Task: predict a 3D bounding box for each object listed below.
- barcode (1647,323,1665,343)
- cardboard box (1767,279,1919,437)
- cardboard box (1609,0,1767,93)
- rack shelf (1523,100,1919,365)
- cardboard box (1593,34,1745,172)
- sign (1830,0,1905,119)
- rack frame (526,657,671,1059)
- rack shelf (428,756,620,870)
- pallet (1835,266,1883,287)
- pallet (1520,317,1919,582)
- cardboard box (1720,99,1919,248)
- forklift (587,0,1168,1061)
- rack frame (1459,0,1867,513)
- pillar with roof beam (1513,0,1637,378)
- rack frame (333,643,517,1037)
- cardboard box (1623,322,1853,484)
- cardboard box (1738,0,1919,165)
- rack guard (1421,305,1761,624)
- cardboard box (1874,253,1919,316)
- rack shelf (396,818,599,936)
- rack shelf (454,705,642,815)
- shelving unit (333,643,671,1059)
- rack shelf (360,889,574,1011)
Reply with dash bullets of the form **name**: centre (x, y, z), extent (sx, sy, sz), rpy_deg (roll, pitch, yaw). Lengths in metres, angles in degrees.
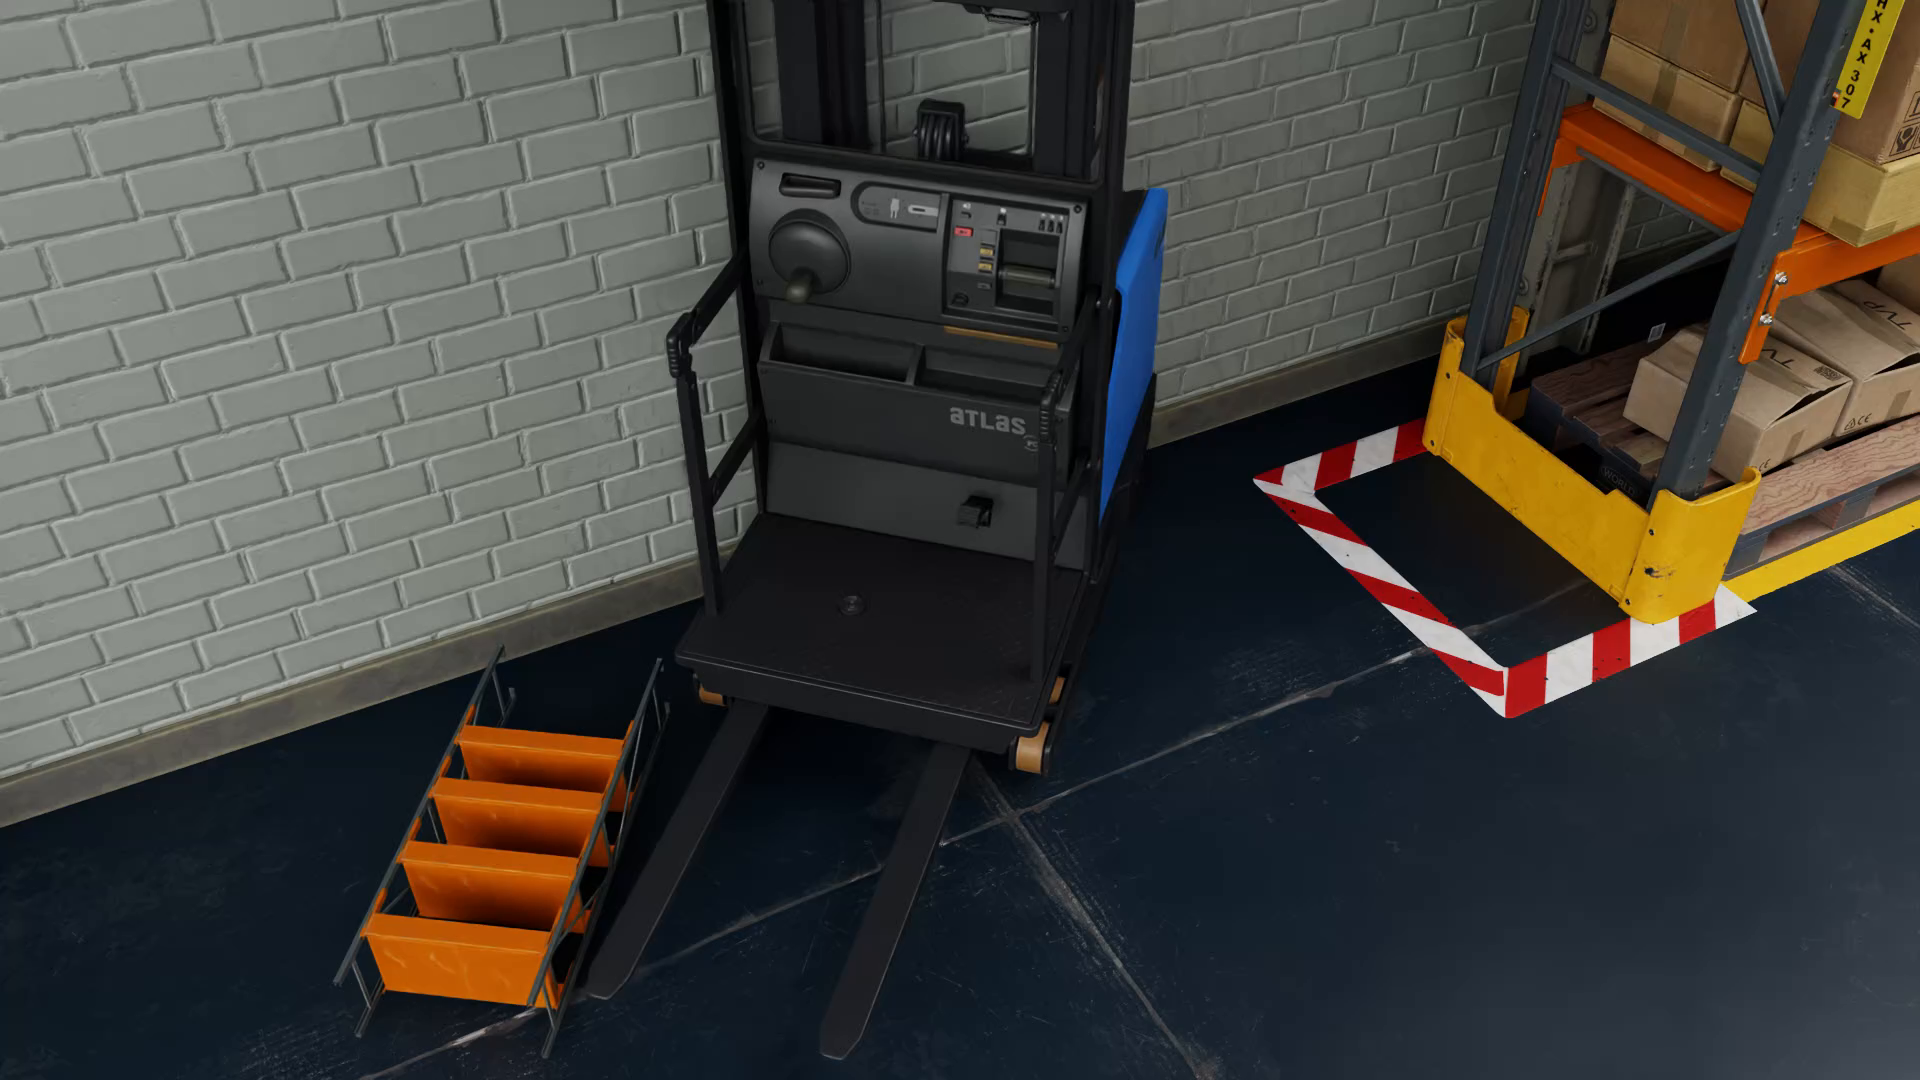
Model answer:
- **barcode**: centre (2.535, -0.754, 6.053), extent (0.075, 0.075, 0.001), rpy_deg (-19, 44, -21)
- **cardboard box**: centre (3.209, -0.686, 5.979), extent (0.500, 0.311, 0.500), rpy_deg (-15, 43, -17)
- **cardboard box**: centre (2.368, -1.718, 4.979), extent (0.500, 0.500, 0.500), rpy_deg (-19, 44, -21)
- **rack shelf**: centre (3.822, -1.542, 5.806), extent (4.000, 0.370, 1.077), rpy_deg (-19, 44, -21)
- **cardboard box**: centre (2.373, -1.420, 5.207), extent (0.500, 0.250, 0.500), rpy_deg (-18, 43, -20)
- **sign**: centre (2.299, -1.239, 4.222), extent (0.005, 0.325, 0.100), rpy_deg (-19, 44, -21)
- **rack frame**: centre (-0.965, 0.825, 4.548), extent (0.015, 0.240, 1.200), rpy_deg (5, 40, 6)
- **rack shelf**: centre (-1.198, 0.762, 4.623), extent (0.480, 0.258, 0.148), rpy_deg (5, 40, 6)
- **pallet**: centre (3.933, -0.761, 6.486), extent (1.213, 0.211, 1.003), rpy_deg (-19, 44, -21)
- **pallet**: centre (2.853, -0.400, 6.059), extent (1.213, 0.211, 1.003), rpy_deg (-19, 44, -21)
- **cardboard box**: centre (2.628, -1.133, 4.868), extent (0.500, 0.250, 0.500), rpy_deg (-20, 44, -22)
- **forklift**: centre (-0.180, -0.713, 4.324), extent (1.130, 2.935, 3.031), rpy_deg (10, 41, 12)
- **rack frame**: centre (2.048, -1.219, 4.869), extent (0.127, 3.000, 1.000), rpy_deg (-19, 44, -21)
- **pillar with roof beam**: centre (4.258, -1.747, 0.849), extent (0.400, 9.000, 9.100), rpy_deg (-19, 44, -21)
- **rack frame**: centre (-1.449, 0.785, 4.595), extent (0.015, 0.240, 1.200), rpy_deg (5, 40, 6)
- **cardboard box**: centre (2.703, -0.516, 5.778), extent (0.500, 0.311, 0.500), rpy_deg (-24, 46, -25)
- **cardboard box**: centre (2.611, -1.426, 4.633), extent (0.500, 0.500, 0.500), rpy_deg (-19, 44, -21)
- **rack guard**: centre (2.116, -0.288, 5.703), extent (0.348, 0.500, 1.175), rpy_deg (-19, 44, -21)
- **cardboard box**: centre (3.883, -0.949, 6.143), extent (0.500, 0.500, 0.700), rpy_deg (-21, 45, -23)
- **rack shelf**: centre (-1.227, 0.905, 4.453), extent (0.480, 0.258, 0.148), rpy_deg (5, 40, 6)
- **rack shelf**: centre (-1.173, 0.634, 4.773), extent (0.480, 0.258, 0.148), rpy_deg (5, 40, 6)
- **shelving unit**: centre (-1.207, 0.805, 4.572), extent (0.503, 0.258, 1.200), rpy_deg (5, 40, 6)
- **rack shelf**: centre (-1.257, 1.057, 4.274), extent (0.480, 0.258, 0.148), rpy_deg (5, 40, 6)
